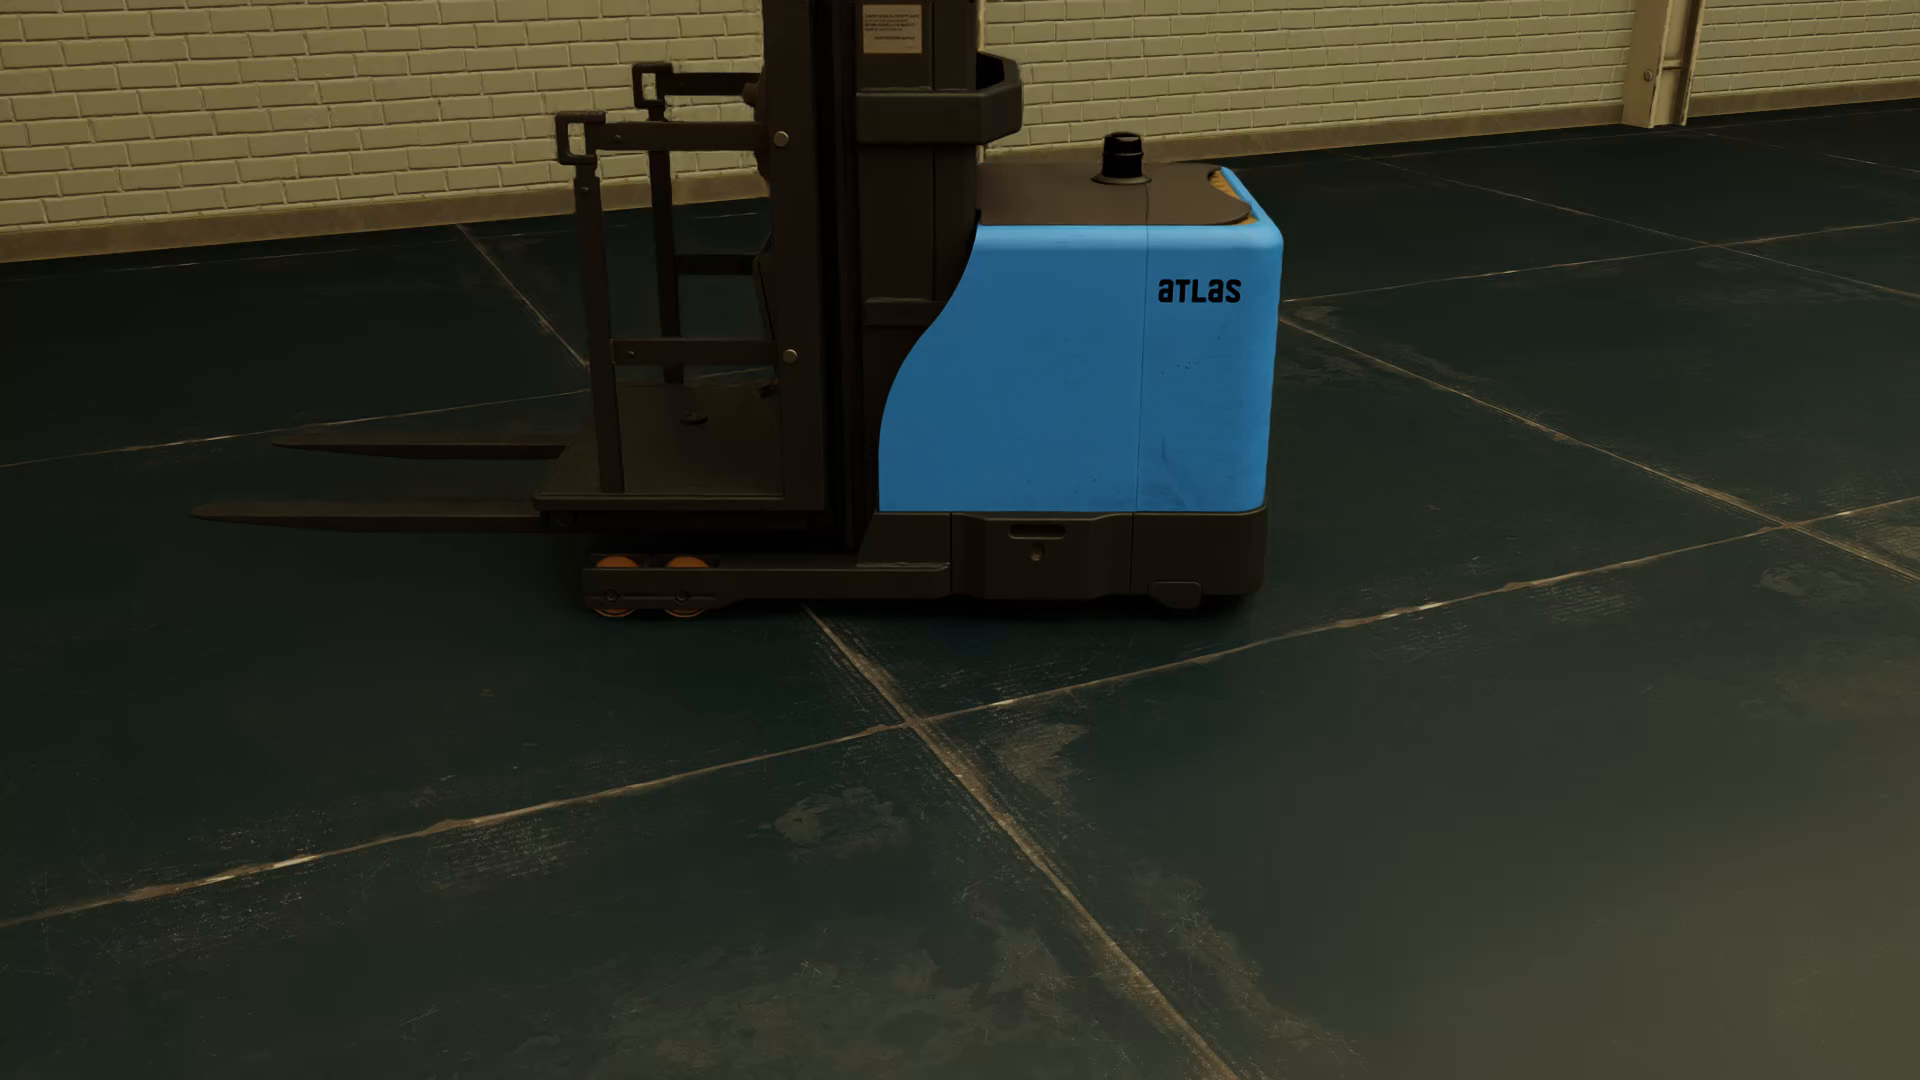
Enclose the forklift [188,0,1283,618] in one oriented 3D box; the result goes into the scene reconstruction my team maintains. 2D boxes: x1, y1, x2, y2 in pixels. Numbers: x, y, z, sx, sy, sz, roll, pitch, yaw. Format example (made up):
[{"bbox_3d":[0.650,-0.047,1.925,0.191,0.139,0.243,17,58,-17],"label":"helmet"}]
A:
[{"bbox_3d":[-0.666,-1.341,4.514,3.031,2.935,1.130,0,23,0],"label":"forklift"}]
